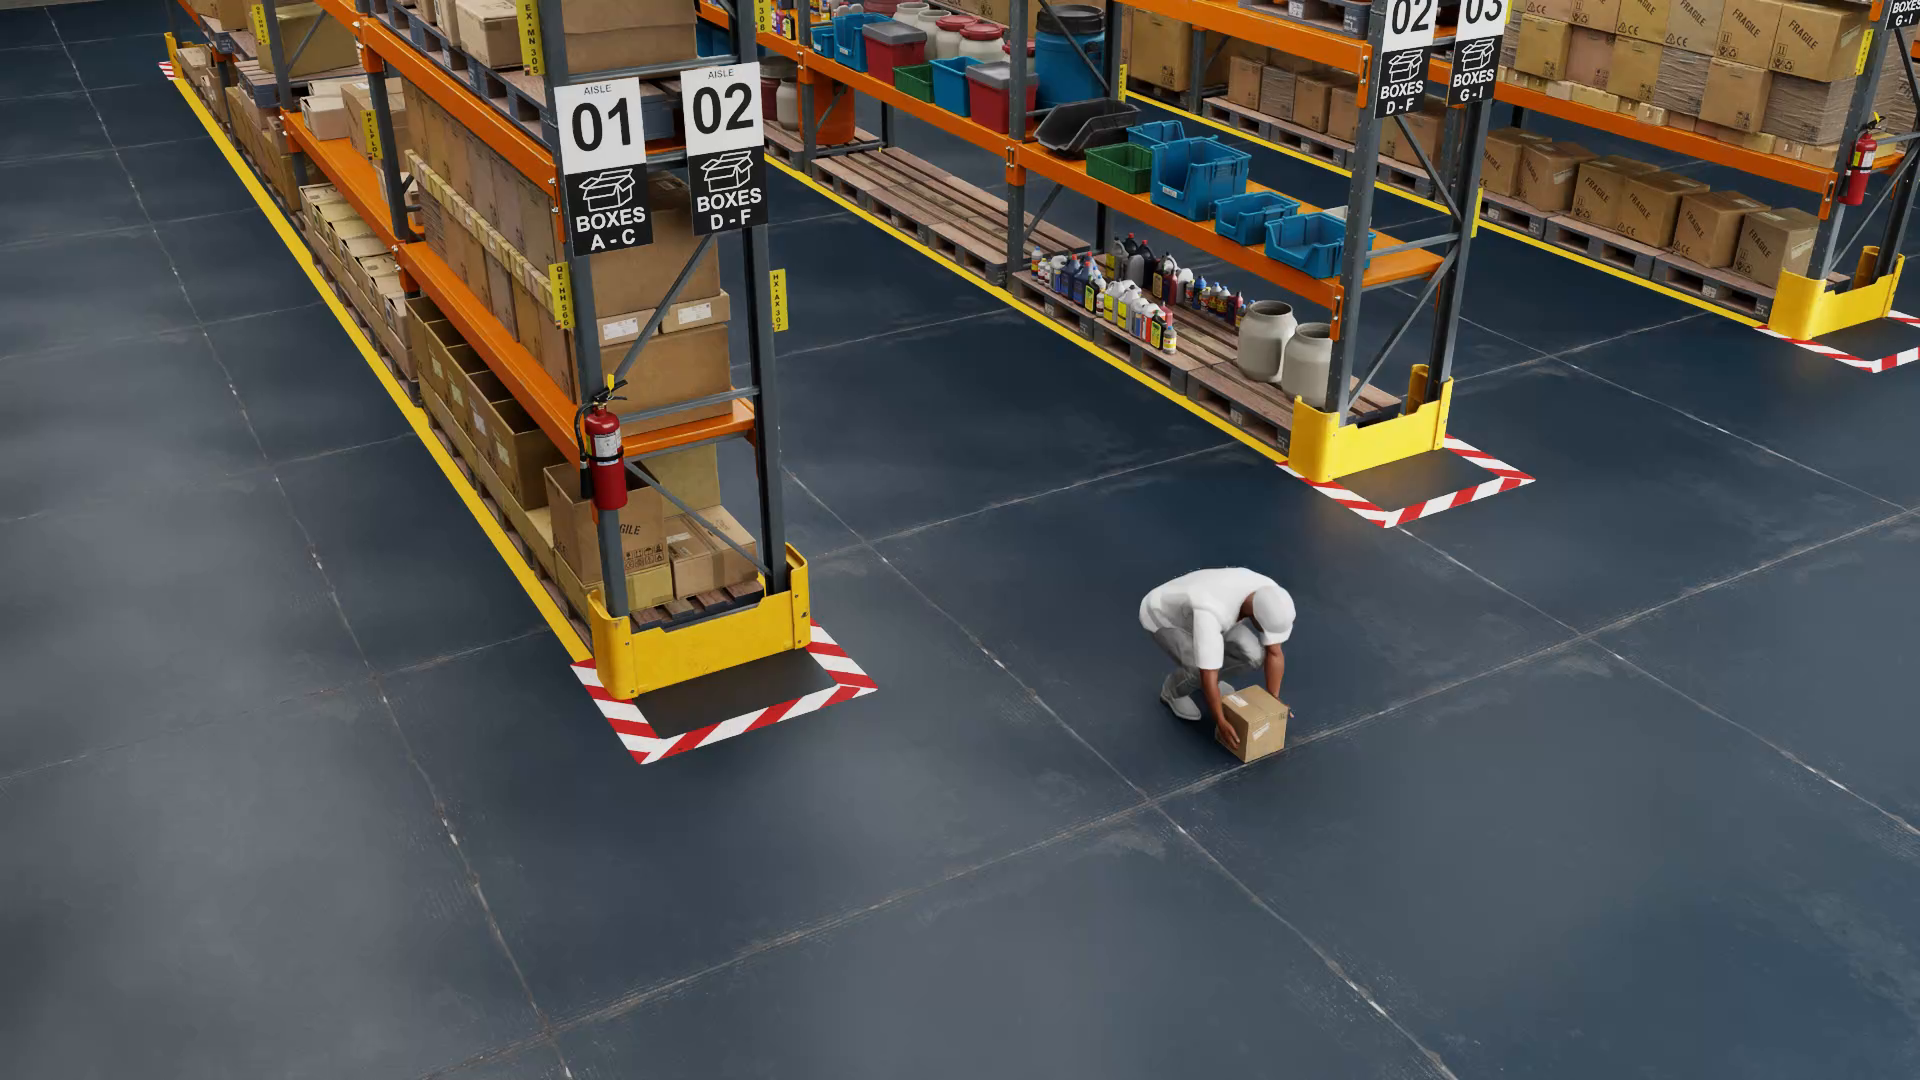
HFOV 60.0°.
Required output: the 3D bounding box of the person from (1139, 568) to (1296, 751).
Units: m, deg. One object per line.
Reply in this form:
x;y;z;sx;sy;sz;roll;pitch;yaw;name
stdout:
1.342;0.495;8.542;0.563;0.903;0.896;-16;33;-26;person
